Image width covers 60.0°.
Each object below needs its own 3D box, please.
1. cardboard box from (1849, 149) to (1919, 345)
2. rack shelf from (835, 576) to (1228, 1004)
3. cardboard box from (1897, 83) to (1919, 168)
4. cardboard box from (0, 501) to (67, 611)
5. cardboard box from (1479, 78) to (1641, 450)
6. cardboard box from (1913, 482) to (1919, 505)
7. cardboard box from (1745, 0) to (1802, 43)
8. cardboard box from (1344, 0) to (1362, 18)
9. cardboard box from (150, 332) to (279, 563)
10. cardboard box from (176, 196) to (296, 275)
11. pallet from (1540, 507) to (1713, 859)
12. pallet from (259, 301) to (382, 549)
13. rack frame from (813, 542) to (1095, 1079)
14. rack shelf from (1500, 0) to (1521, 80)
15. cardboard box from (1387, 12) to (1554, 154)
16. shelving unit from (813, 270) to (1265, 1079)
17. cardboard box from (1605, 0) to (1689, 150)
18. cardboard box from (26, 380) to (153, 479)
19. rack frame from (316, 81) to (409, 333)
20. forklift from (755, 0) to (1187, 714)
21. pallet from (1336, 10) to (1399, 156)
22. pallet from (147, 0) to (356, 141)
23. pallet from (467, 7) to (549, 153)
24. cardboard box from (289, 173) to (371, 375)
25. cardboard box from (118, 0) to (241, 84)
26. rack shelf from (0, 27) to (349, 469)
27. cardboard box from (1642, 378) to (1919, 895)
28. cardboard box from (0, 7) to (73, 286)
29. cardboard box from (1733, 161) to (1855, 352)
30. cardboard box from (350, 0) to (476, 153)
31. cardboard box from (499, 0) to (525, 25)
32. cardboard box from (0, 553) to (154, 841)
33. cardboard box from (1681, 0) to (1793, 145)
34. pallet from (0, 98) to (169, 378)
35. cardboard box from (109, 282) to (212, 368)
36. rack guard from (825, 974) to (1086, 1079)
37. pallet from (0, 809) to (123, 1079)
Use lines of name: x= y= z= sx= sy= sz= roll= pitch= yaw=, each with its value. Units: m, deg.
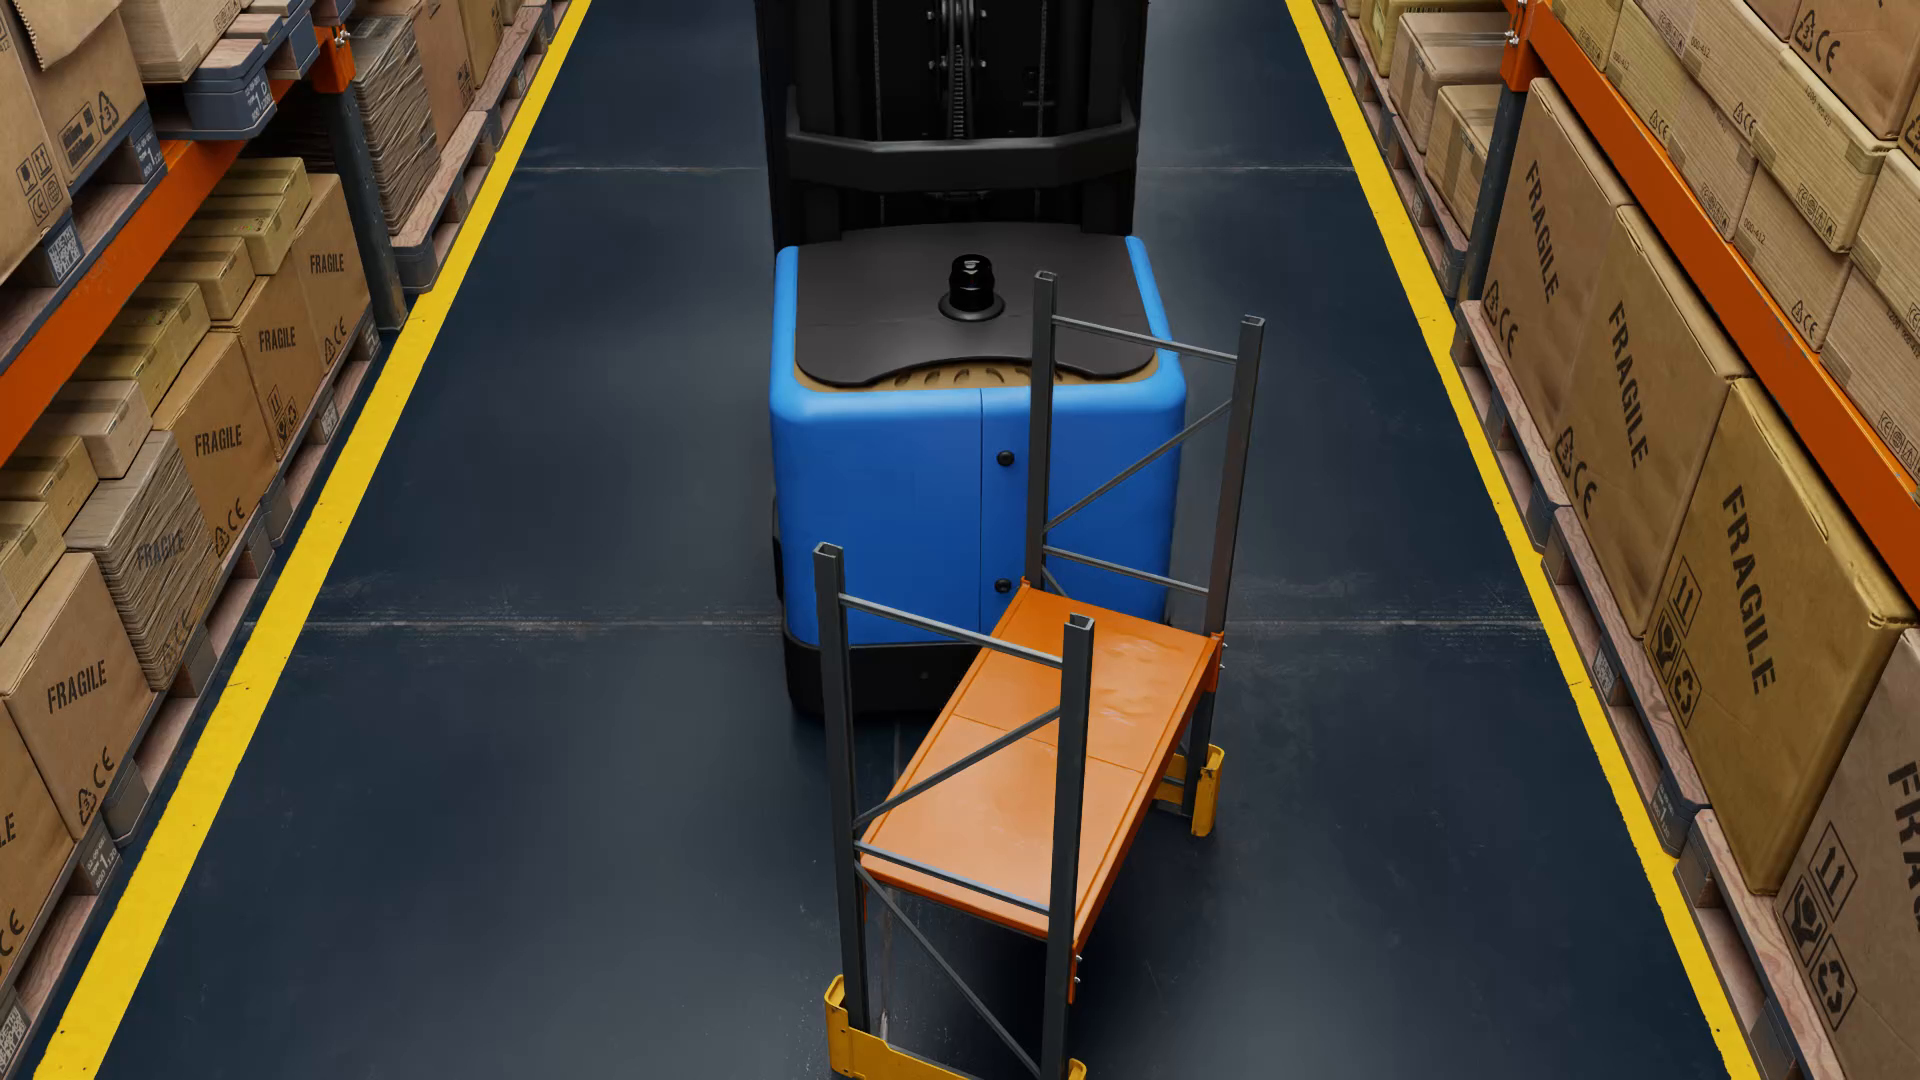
cardboard box: x=2.119 y=-0.536 z=3.240 sx=0.500 sy=0.250 sz=0.500 roll=1 pitch=39 yaw=1
rack shelf: x=0.189 y=0.508 z=3.704 sx=0.538 sy=0.185 sz=1.000 roll=15 pitch=41 yaw=18
cardboard box: x=2.137 y=-0.836 z=3.015 sx=0.500 sy=0.500 sz=0.500 roll=1 pitch=39 yaw=1
cardboard box: x=-2.385 y=0.036 z=3.950 sx=0.380 sy=0.149 sz=0.250 roll=1 pitch=39 yaw=2
cardboard box: x=2.290 y=-0.891 z=5.327 sx=0.875 sy=0.875 sz=0.875 roll=0 pitch=39 yaw=0
cardboard box: x=2.125 y=-0.027 z=3.005 sx=0.500 sy=0.250 sz=0.500 roll=-1 pitch=39 yaw=-1
cardboard box: x=2.124 y=-1.475 z=3.813 sx=0.500 sy=0.500 sz=0.500 roll=1 pitch=39 yaw=1
cardboard box: x=2.375 y=-2.851 z=8.174 sx=0.950 sy=0.372 sz=0.625 roll=2 pitch=39 yaw=3
cardboard box: x=-2.382 y=-0.266 z=4.847 sx=0.500 sy=0.500 sz=0.500 roll=2 pitch=39 yaw=2
cardboard box: x=-2.306 y=-0.945 z=5.175 sx=0.380 sy=0.149 sz=0.250 roll=-2 pitch=39 yaw=-2
pallet: x=2.297 y=0.354 z=4.640 sx=1.003 sy=0.211 sz=1.213 roll=0 pitch=39 yaw=0
pallet: x=-2.628 y=-0.427 z=5.615 sx=1.003 sy=0.211 sz=1.213 roll=0 pitch=39 yaw=0
rack frame: x=-0.016 y=0.659 z=3.229 sx=0.500 sy=1.500 sz=0.032 roll=15 pitch=41 yaw=18
rack shelf: x=2.370 y=-2.958 z=7.118 sx=1.077 sy=0.370 sz=4.000 roll=0 pitch=39 yaw=0
cardboard box: x=2.373 y=-1.942 z=7.040 sx=0.950 sy=0.372 sz=0.625 roll=-1 pitch=39 yaw=-1
shelving unit: x=0.185 y=0.373 z=3.585 sx=0.587 sy=1.500 sz=1.083 roll=15 pitch=41 yaw=18
cardboard box: x=2.140 y=-1.303 z=4.597 sx=0.500 sy=0.250 sz=0.500 roll=-1 pitch=39 yaw=-1
cardboard box: x=-2.364 y=-0.286 z=4.353 sx=0.380 sy=0.149 sz=0.250 roll=-2 pitch=39 yaw=-2
rack frame: x=-2.591 y=-1.983 z=5.325 sx=1.000 sy=3.000 sz=0.127 roll=0 pitch=39 yaw=0
forklift: x=-0.038 y=-1.573 z=4.870 sx=1.130 sy=2.935 sz=3.031 roll=-2 pitch=39 yaw=-3
pallet: x=2.375 y=-2.150 z=7.764 sx=1.003 sy=0.211 sz=1.213 roll=0 pitch=39 yaw=0
pallet: x=-2.520 y=-1.484 z=4.856 sx=1.213 sy=0.211 sz=1.003 roll=0 pitch=39 yaw=0
pallet: x=-2.551 y=-2.170 z=7.789 sx=1.003 sy=0.211 sz=1.213 roll=0 pitch=39 yaw=0
cardboard box: x=-2.376 y=-0.907 z=5.646 sx=0.500 sy=0.500 sz=0.500 roll=1 pitch=39 yaw=1
cardboard box: x=-2.266 y=-1.428 z=4.418 sx=0.500 sy=0.250 sz=0.500 roll=-2 pitch=39 yaw=-2
rack shelf: x=-2.589 y=-0.451 z=3.990 sx=1.077 sy=0.370 sz=4.000 roll=0 pitch=39 yaw=0
cardboard box: x=2.288 y=0.226 z=3.933 sx=0.875 sy=0.875 sz=0.875 roll=1 pitch=39 yaw=1
cardboard box: x=-2.365 y=-0.801 z=3.436 sx=0.700 sy=0.500 sz=0.500 roll=0 pitch=39 yaw=0
cardboard box: x=2.139 y=-0.666 z=3.802 sx=0.500 sy=0.250 sz=0.500 roll=0 pitch=39 yaw=0
cardboard box: x=-2.587 y=-2.018 z=6.933 sx=0.875 sy=0.625 sz=0.625 roll=1 pitch=39 yaw=1
cardboard box: x=-2.591 y=-2.910 z=8.045 sx=0.875 sy=0.625 sz=0.625 roll=0 pitch=39 yaw=0
cardboard box: x=-2.369 y=0.383 z=4.037 sx=0.500 sy=0.500 sz=0.500 roll=-1 pitch=39 yaw=-1
cardboard box: x=2.114 y=-1.173 z=4.035 sx=0.500 sy=0.250 sz=0.500 roll=0 pitch=39 yaw=0
pallet: x=-2.584 y=-0.691 z=3.868 sx=1.003 sy=0.211 sz=1.213 roll=0 pitch=39 yaw=0
cardboard box: x=-2.395 y=-0.615 z=4.763 sx=0.380 sy=0.149 sz=0.250 roll=1 pitch=39 yaw=1
rack guard: x=-0.015 y=1.146 z=3.620 sx=0.587 sy=0.250 sz=0.087 roll=15 pitch=41 yaw=18
pallet: x=-2.625 y=1.098 z=3.711 sx=1.003 sy=0.211 sz=1.213 roll=0 pitch=39 yaw=0
